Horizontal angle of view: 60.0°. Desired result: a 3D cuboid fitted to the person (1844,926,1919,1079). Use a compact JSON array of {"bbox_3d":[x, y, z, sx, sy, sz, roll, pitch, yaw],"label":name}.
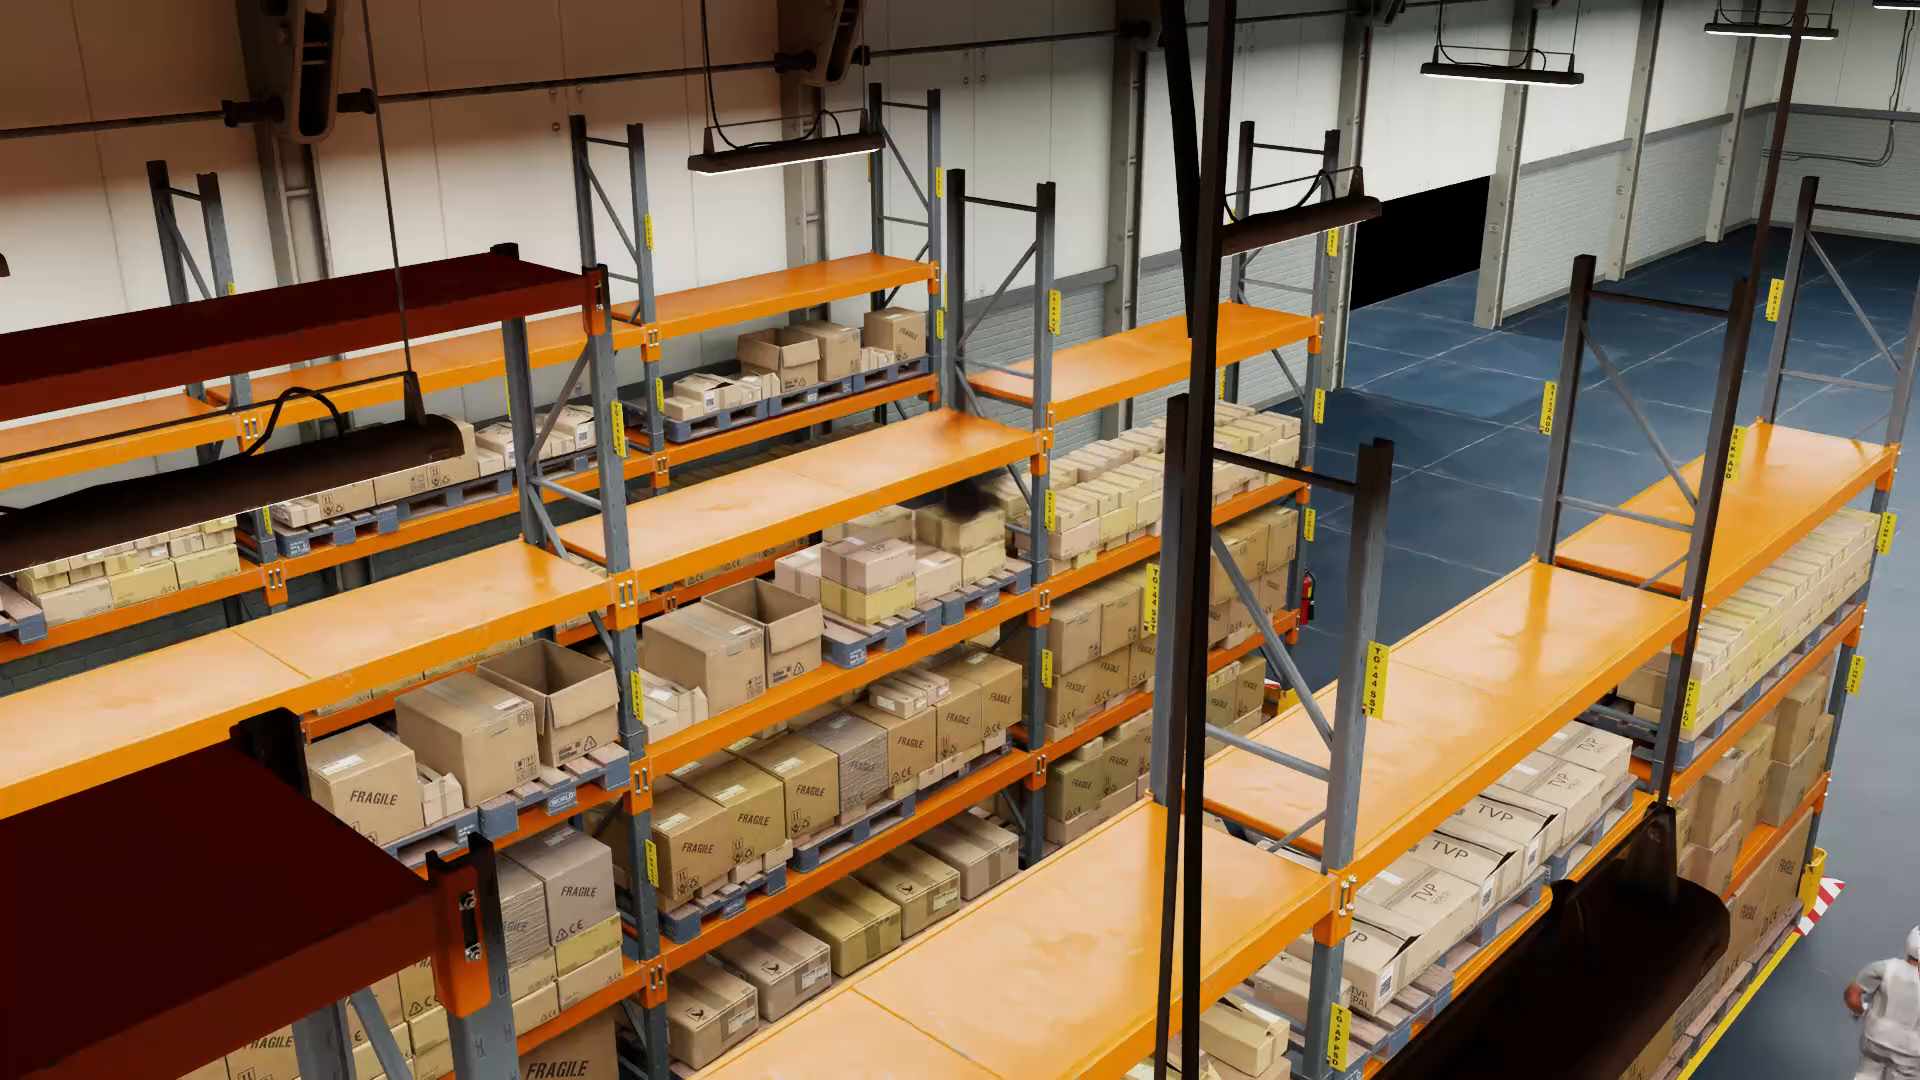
[{"bbox_3d":[6.214,3.310,11.042,0.628,1.784,0.692,18,28,39],"label":"person"}]
